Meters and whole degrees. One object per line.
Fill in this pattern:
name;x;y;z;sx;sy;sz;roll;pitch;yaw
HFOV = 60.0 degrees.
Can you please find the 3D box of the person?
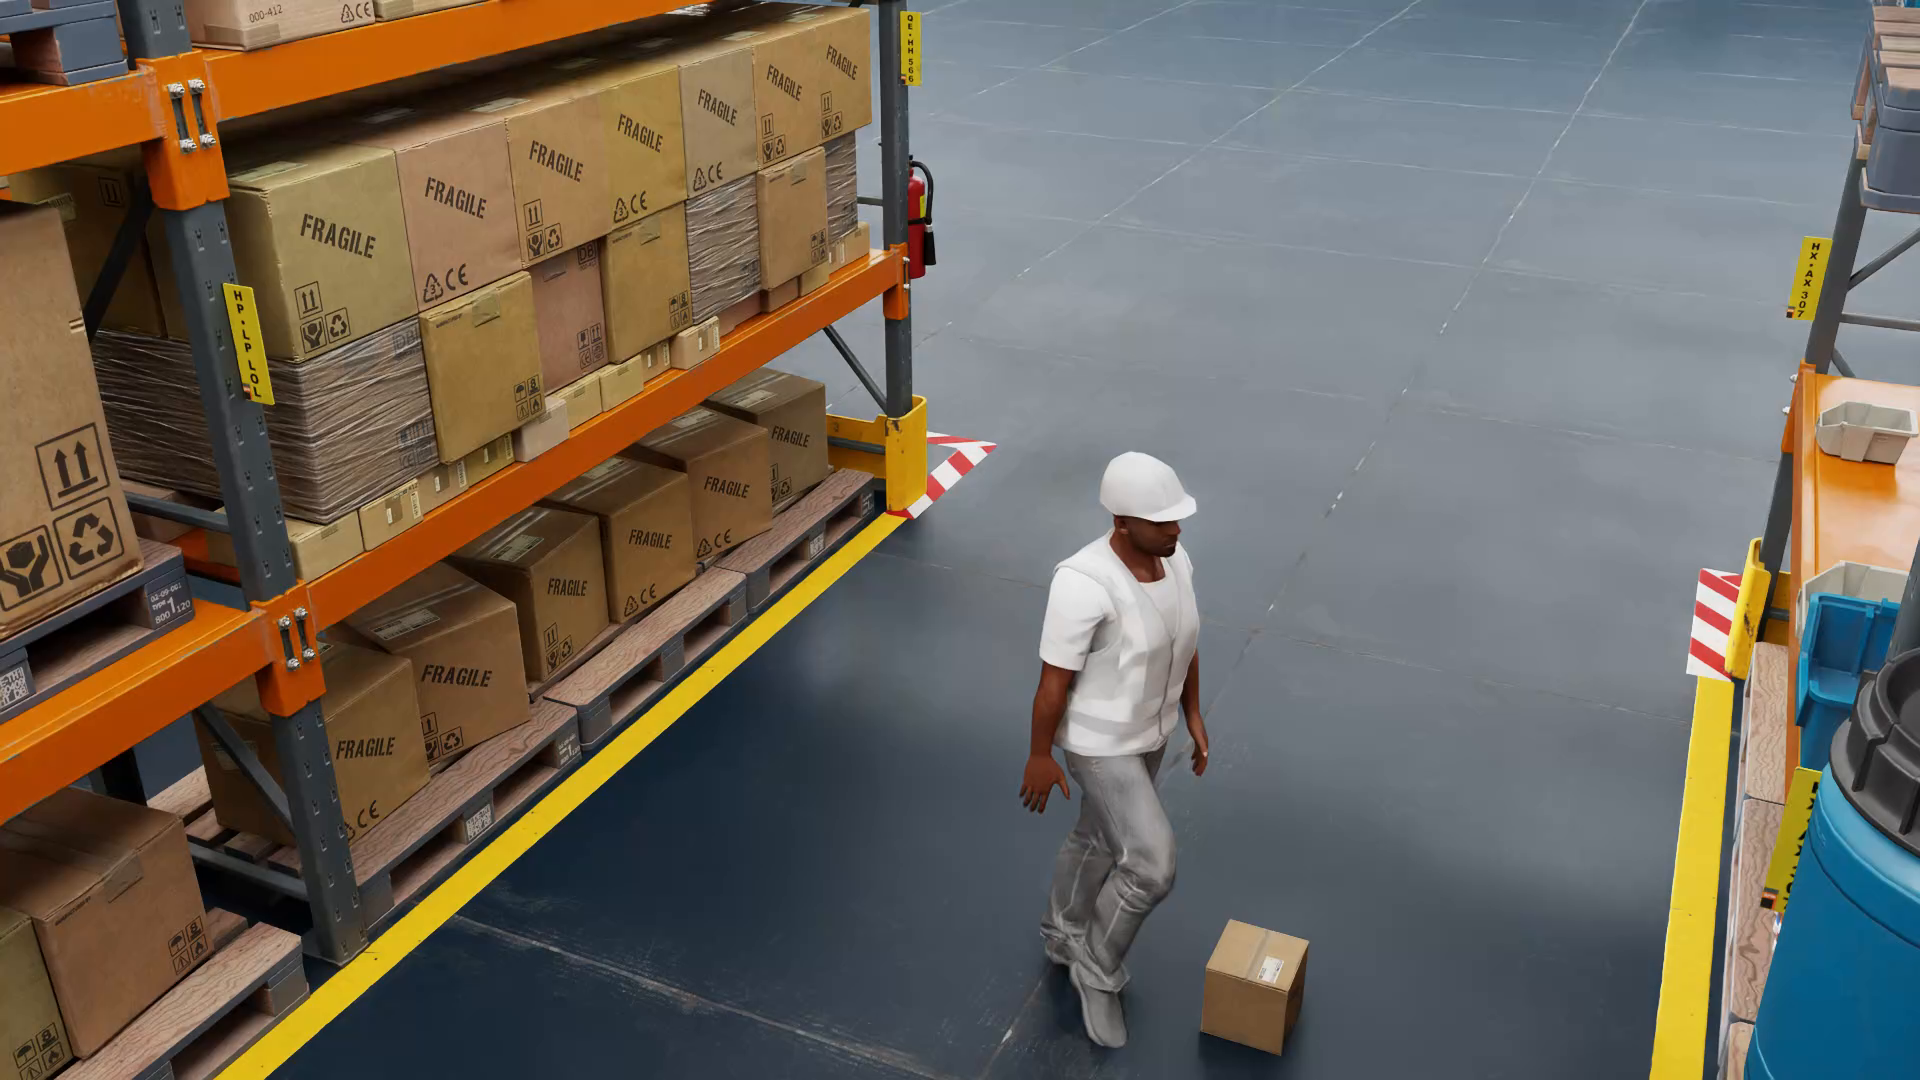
person;0.490;0.603;4.880;0.511;1.824;0.628;18;31;32
